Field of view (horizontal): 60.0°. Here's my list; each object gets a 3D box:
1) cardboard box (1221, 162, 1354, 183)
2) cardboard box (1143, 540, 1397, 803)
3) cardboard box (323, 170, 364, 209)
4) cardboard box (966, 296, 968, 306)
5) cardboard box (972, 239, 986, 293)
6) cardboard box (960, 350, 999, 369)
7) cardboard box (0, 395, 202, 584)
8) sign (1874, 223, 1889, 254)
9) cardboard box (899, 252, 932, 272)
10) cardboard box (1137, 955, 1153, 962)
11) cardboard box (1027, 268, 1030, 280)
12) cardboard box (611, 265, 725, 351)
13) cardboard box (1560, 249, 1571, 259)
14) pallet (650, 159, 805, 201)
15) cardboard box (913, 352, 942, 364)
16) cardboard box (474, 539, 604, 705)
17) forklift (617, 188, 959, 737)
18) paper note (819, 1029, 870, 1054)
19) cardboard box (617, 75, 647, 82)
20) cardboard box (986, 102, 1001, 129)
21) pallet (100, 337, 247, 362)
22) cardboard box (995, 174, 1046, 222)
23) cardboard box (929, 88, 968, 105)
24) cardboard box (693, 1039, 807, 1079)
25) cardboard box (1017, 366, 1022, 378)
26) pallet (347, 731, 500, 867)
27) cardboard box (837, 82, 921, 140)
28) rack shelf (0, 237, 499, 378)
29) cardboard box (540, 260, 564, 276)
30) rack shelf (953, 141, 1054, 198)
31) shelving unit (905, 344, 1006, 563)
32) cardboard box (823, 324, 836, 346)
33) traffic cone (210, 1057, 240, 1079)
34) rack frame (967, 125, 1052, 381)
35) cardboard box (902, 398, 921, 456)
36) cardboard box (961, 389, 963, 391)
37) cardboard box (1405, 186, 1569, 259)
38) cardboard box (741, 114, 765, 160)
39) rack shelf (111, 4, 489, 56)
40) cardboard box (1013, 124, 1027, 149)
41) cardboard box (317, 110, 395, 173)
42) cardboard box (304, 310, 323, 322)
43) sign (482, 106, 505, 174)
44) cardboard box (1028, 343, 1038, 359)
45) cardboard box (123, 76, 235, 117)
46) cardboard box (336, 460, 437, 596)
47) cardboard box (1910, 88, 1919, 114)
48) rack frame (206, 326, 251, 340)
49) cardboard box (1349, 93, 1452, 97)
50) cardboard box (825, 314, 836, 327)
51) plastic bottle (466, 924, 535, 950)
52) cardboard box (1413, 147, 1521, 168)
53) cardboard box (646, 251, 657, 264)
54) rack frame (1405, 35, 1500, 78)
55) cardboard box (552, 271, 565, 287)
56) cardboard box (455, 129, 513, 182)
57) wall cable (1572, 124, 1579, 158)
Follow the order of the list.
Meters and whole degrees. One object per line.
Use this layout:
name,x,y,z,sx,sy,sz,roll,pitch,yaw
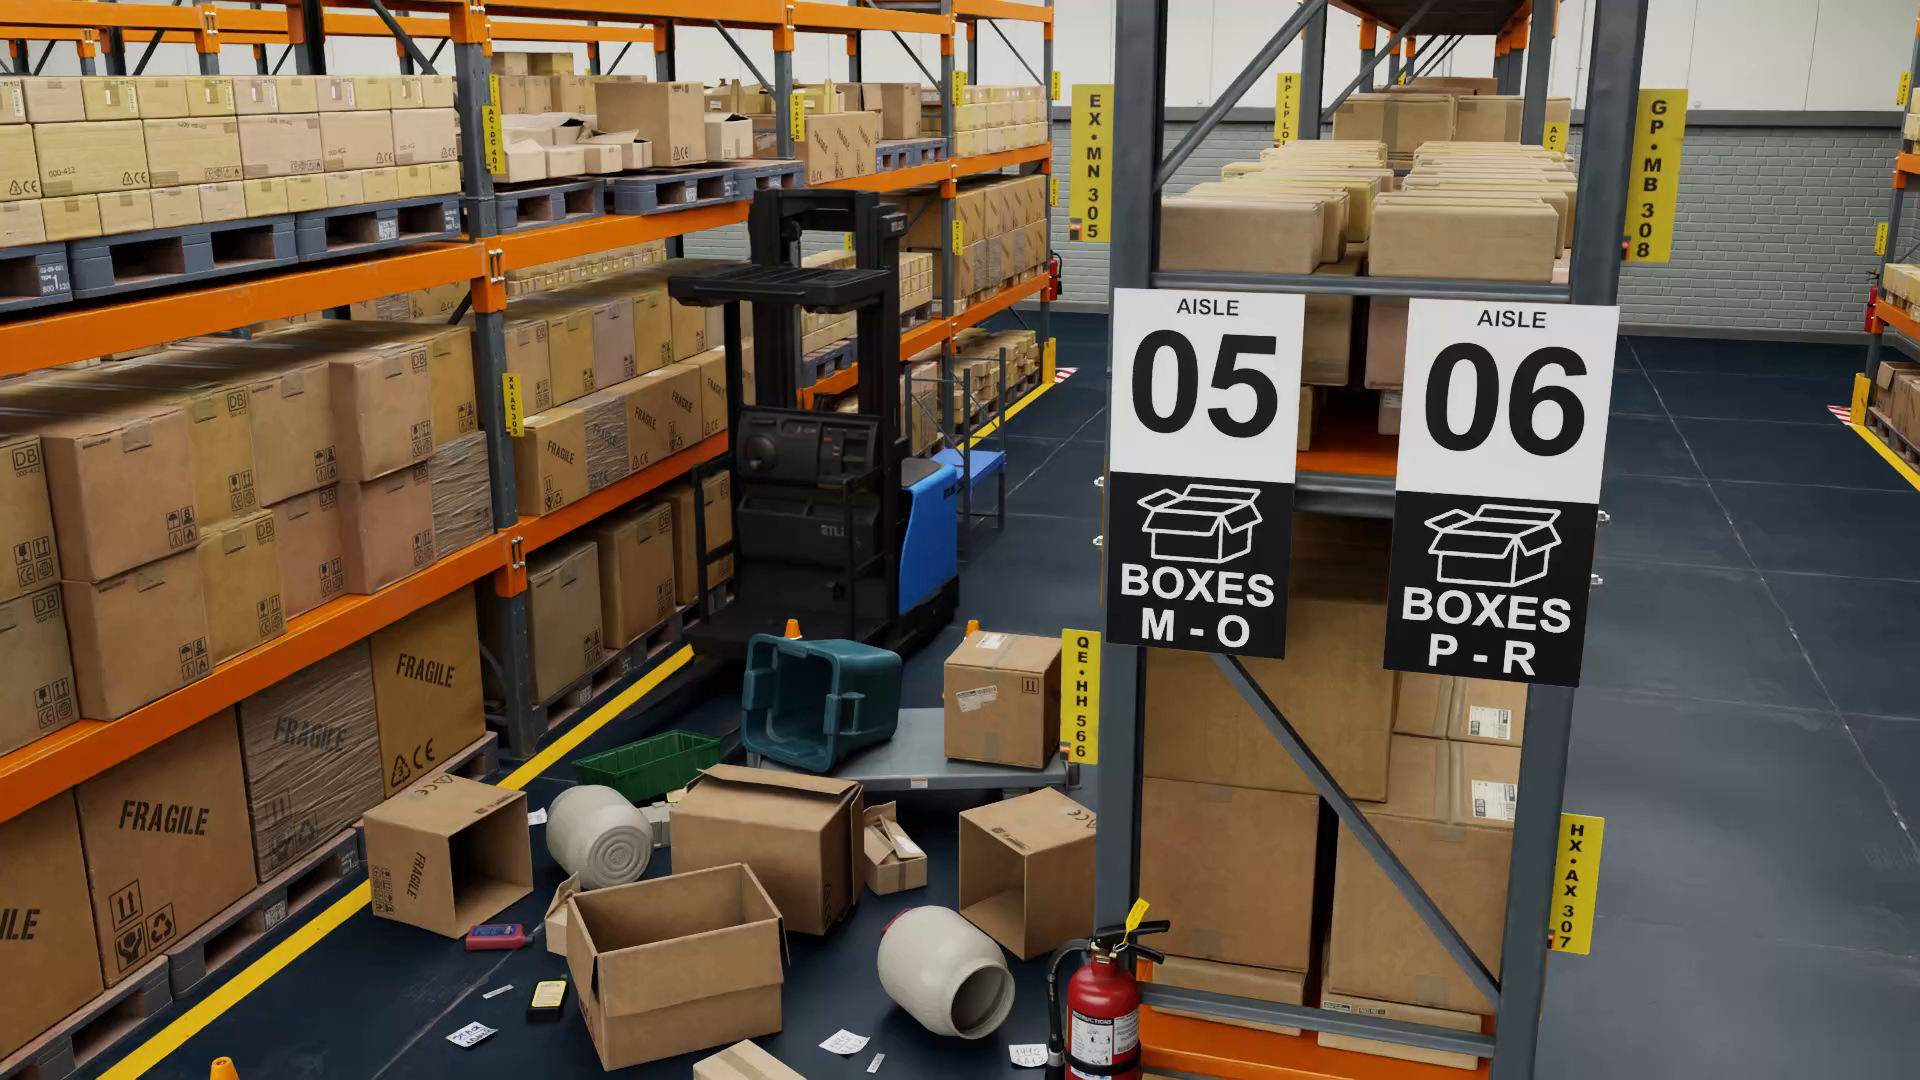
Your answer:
cardboard box,1.026,-1.099,5.210,0.380,0.149,0.250,5,17,17
cardboard box,0.745,0.299,4.218,0.700,0.500,0.500,4,16,15
cardboard box,-2.842,-1.534,7.251,0.380,0.149,0.250,5,16,16
cardboard box,-0.133,-2.450,16.931,0.380,0.149,0.250,4,16,13
cardboard box,-0.039,-2.806,16.998,0.500,0.500,0.500,5,16,16
cardboard box,0.210,-1.973,18.152,0.380,0.149,0.250,5,17,16
cardboard box,-3.465,-0.208,6.313,0.875,0.550,0.550,5,16,16
sign,9.596,-3.139,17.312,0.100,0.325,0.005,5,16,16
cardboard box,-0.482,-2.622,15.678,0.380,0.149,0.250,5,17,18
cardboard box,0.676,1.053,4.579,0.380,0.149,0.250,4,16,15
cardboard box,0.596,-3.065,19.097,0.380,0.149,0.250,4,16,15
cardboard box,-1.971,-1.609,11.488,0.700,0.500,0.500,4,16,15
cardboard box,1.360,-0.634,4.301,0.500,0.250,0.500,4,16,15
pallet,-1.824,-2.508,11.525,1.213,0.211,1.003,5,17,18
cardboard box,-0.403,-1.952,18.079,0.380,0.149,0.250,4,16,14
cardboard box,-2.738,0.429,9.674,1.050,0.750,0.750,5,16,16
forklift,-1.014,-0.572,9.975,1.130,2.935,3.031,6,17,20
paper note,-0.445,1.943,6.443,0.148,0.019,0.142,11,19,35
cardboard box,-4.242,-5.434,20.357,0.700,0.500,0.500,4,16,13
cardboard box,0.114,-4.354,17.046,0.500,0.250,0.500,5,17,17
pallet,-6.519,-1.453,13.305,1.213,0.211,1.003,5,16,16
cardboard box,0.690,-3.955,19.215,0.500,0.500,0.500,4,16,15
cardboard box,-0.131,-4.304,16.139,0.380,0.149,0.250,4,16,13
cardboard box,-0.755,1.994,6.027,0.250,0.149,0.380,-15,21,-41
cardboard box,0.498,-1.961,19.200,0.380,0.149,0.250,5,16,16
pallet,-3.120,1.252,8.527,1.003,0.211,1.213,5,16,16
cardboard box,-0.768,-3.978,15.406,0.700,0.500,0.500,5,16,16
rack shelf,-3.397,-0.856,6.671,1.077,0.370,4.000,5,16,16
cardboard box,-4.751,-3.089,18.454,0.500,0.250,0.500,5,16,16
rack shelf,0.013,-3.995,17.740,1.077,0.370,4.000,5,16,16
shelving unit,-0.024,-0.699,13.046,0.538,1.500,1.048,5,16,16
cardboard box,-1.219,-1.652,13.347,0.380,0.149,0.250,5,17,19
traffic cone,-2.453,1.956,5.585,0.336,0.463,0.334,5,16,16
rack frame,0.582,-3.422,19.896,1.000,3.000,0.127,5,16,16
cardboard box,-0.670,-1.027,15.265,0.500,0.500,0.500,4,16,15
cardboard box,-0.159,-1.492,17.002,0.380,0.149,0.250,5,17,16
cardboard box,1.292,-0.789,4.116,0.380,0.149,0.250,5,16,16
cardboard box,-1.773,-2.989,12.690,0.500,0.500,0.500,5,16,16
rack shelf,-5.850,-4.611,15.145,1.077,0.370,4.000,5,16,16
cardboard box,0.414,-4.390,18.088,0.500,0.250,0.500,5,17,18
cardboard box,-2.866,-1.765,7.336,0.500,0.250,0.500,5,16,16
cardboard box,-5.875,-2.029,14.802,0.500,0.500,0.500,4,16,14
sign,-2.296,-1.969,8.186,0.100,0.325,0.005,5,16,16
cardboard box,0.705,-2.235,19.622,0.380,0.149,0.250,4,16,14
cardboard box,-3.058,-1.720,6.447,0.380,0.149,0.250,5,17,17
cardboard box,-3.057,-0.111,7.949,0.875,0.550,0.550,5,16,16
cardboard box,9.749,-4.338,16.444,0.500,0.250,0.500,4,16,15
rack frame,-6.419,-1.740,13.966,1.000,3.000,0.127,5,16,16
cardboard box,2.257,-2.168,8.569,0.500,0.250,0.500,5,17,17
cardboard box,-1.214,-1.805,13.342,0.380,0.149,0.250,4,16,14
plastic bottle,-1.976,1.713,7.178,0.283,0.061,0.133,-1,16,-3
cardboard box,1.905,-1.396,6.255,0.380,0.149,0.250,5,17,17
cardboard box,-4.003,-3.525,20.720,0.380,0.149,0.250,5,17,16
rack frame,5.356,-5.950,17.817,1.000,3.000,0.127,5,16,16
cardboard box,-4.657,-2.924,18.600,0.380,0.149,0.250,4,16,14
cardboard box,-2.781,-2.100,9.062,0.500,0.250,0.500,5,17,16
wall cable,8.299,-4.923,23.327,0.588,1.984,0.122,5,16,16
